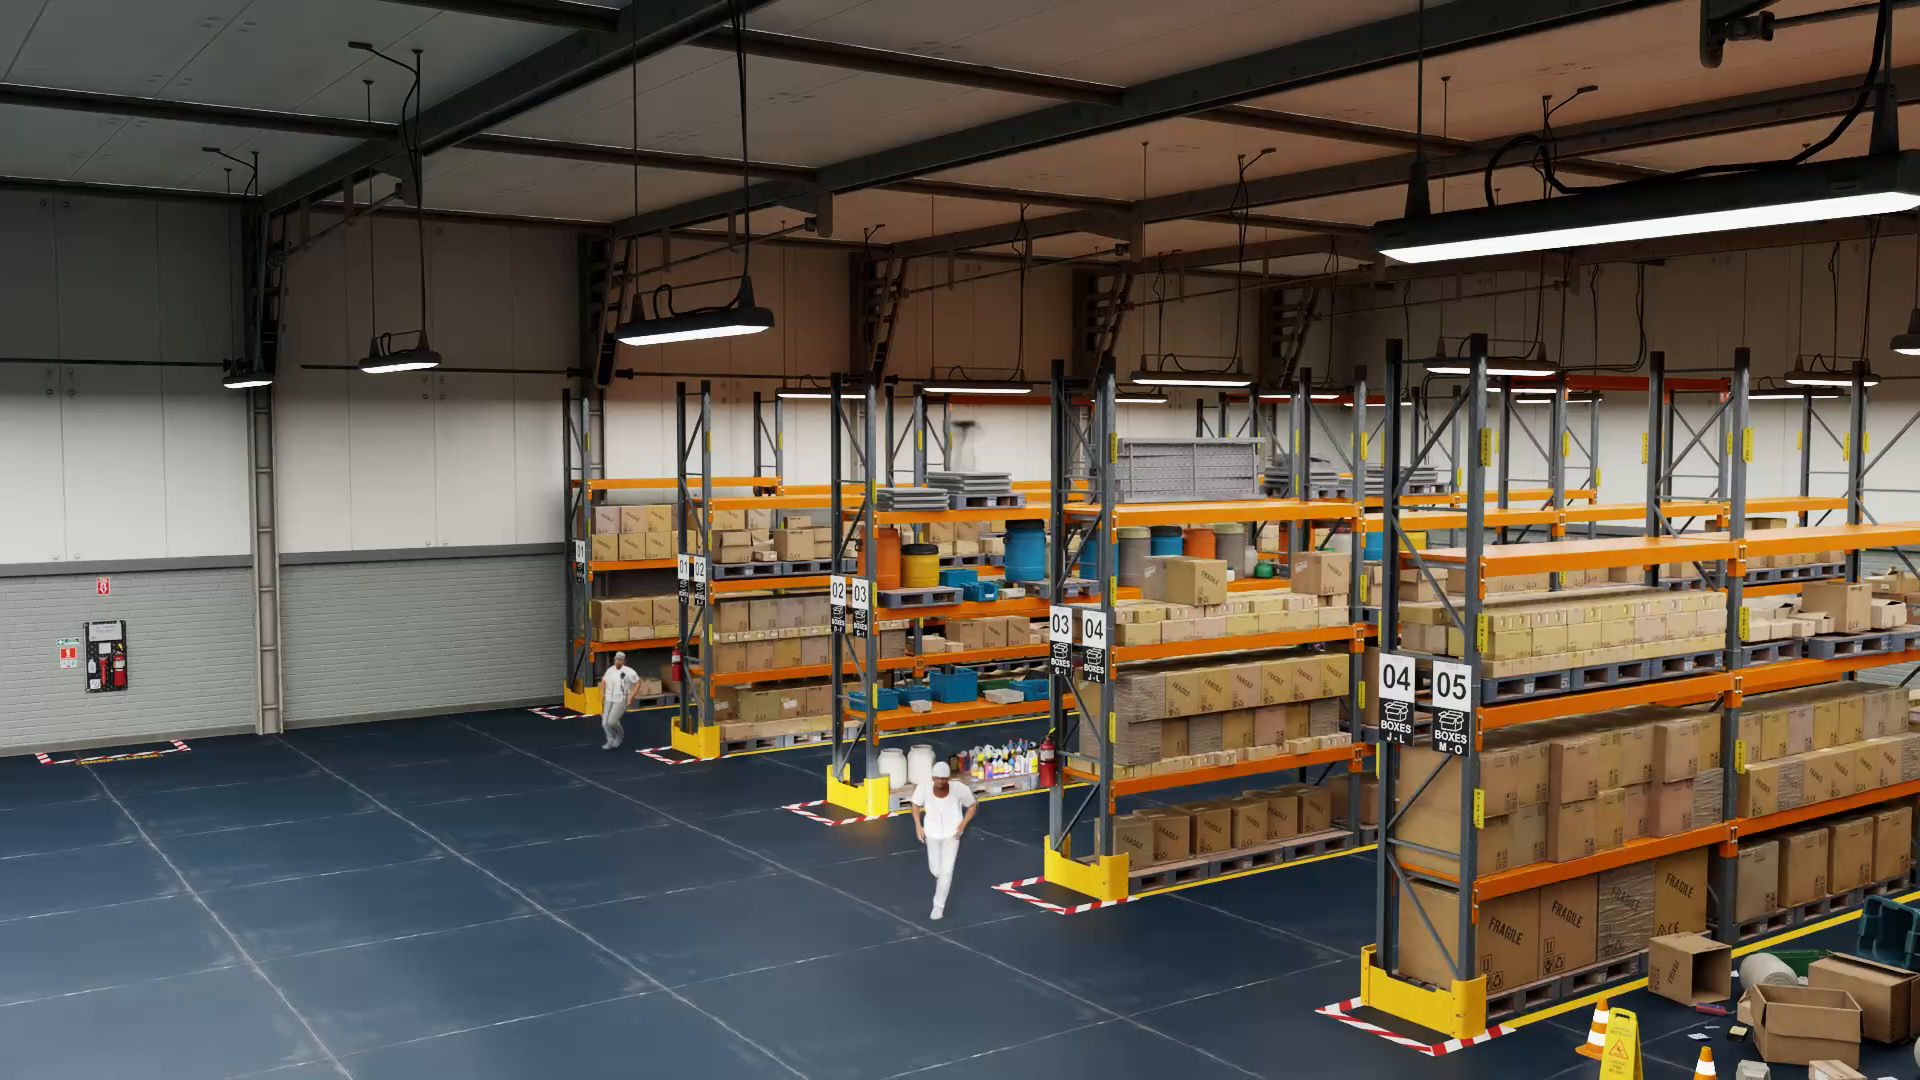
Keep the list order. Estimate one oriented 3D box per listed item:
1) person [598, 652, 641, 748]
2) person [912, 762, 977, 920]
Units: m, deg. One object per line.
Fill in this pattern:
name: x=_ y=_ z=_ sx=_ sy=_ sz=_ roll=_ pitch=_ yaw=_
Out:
person: x=-5.590 y=2.625 z=27.087 sx=0.666 sy=1.612 sz=0.545 roll=1 pitch=4 yaw=22
person: x=-0.171 y=3.189 z=17.954 sx=0.700 sy=1.700 sz=0.909 roll=0 pitch=4 yaw=1
